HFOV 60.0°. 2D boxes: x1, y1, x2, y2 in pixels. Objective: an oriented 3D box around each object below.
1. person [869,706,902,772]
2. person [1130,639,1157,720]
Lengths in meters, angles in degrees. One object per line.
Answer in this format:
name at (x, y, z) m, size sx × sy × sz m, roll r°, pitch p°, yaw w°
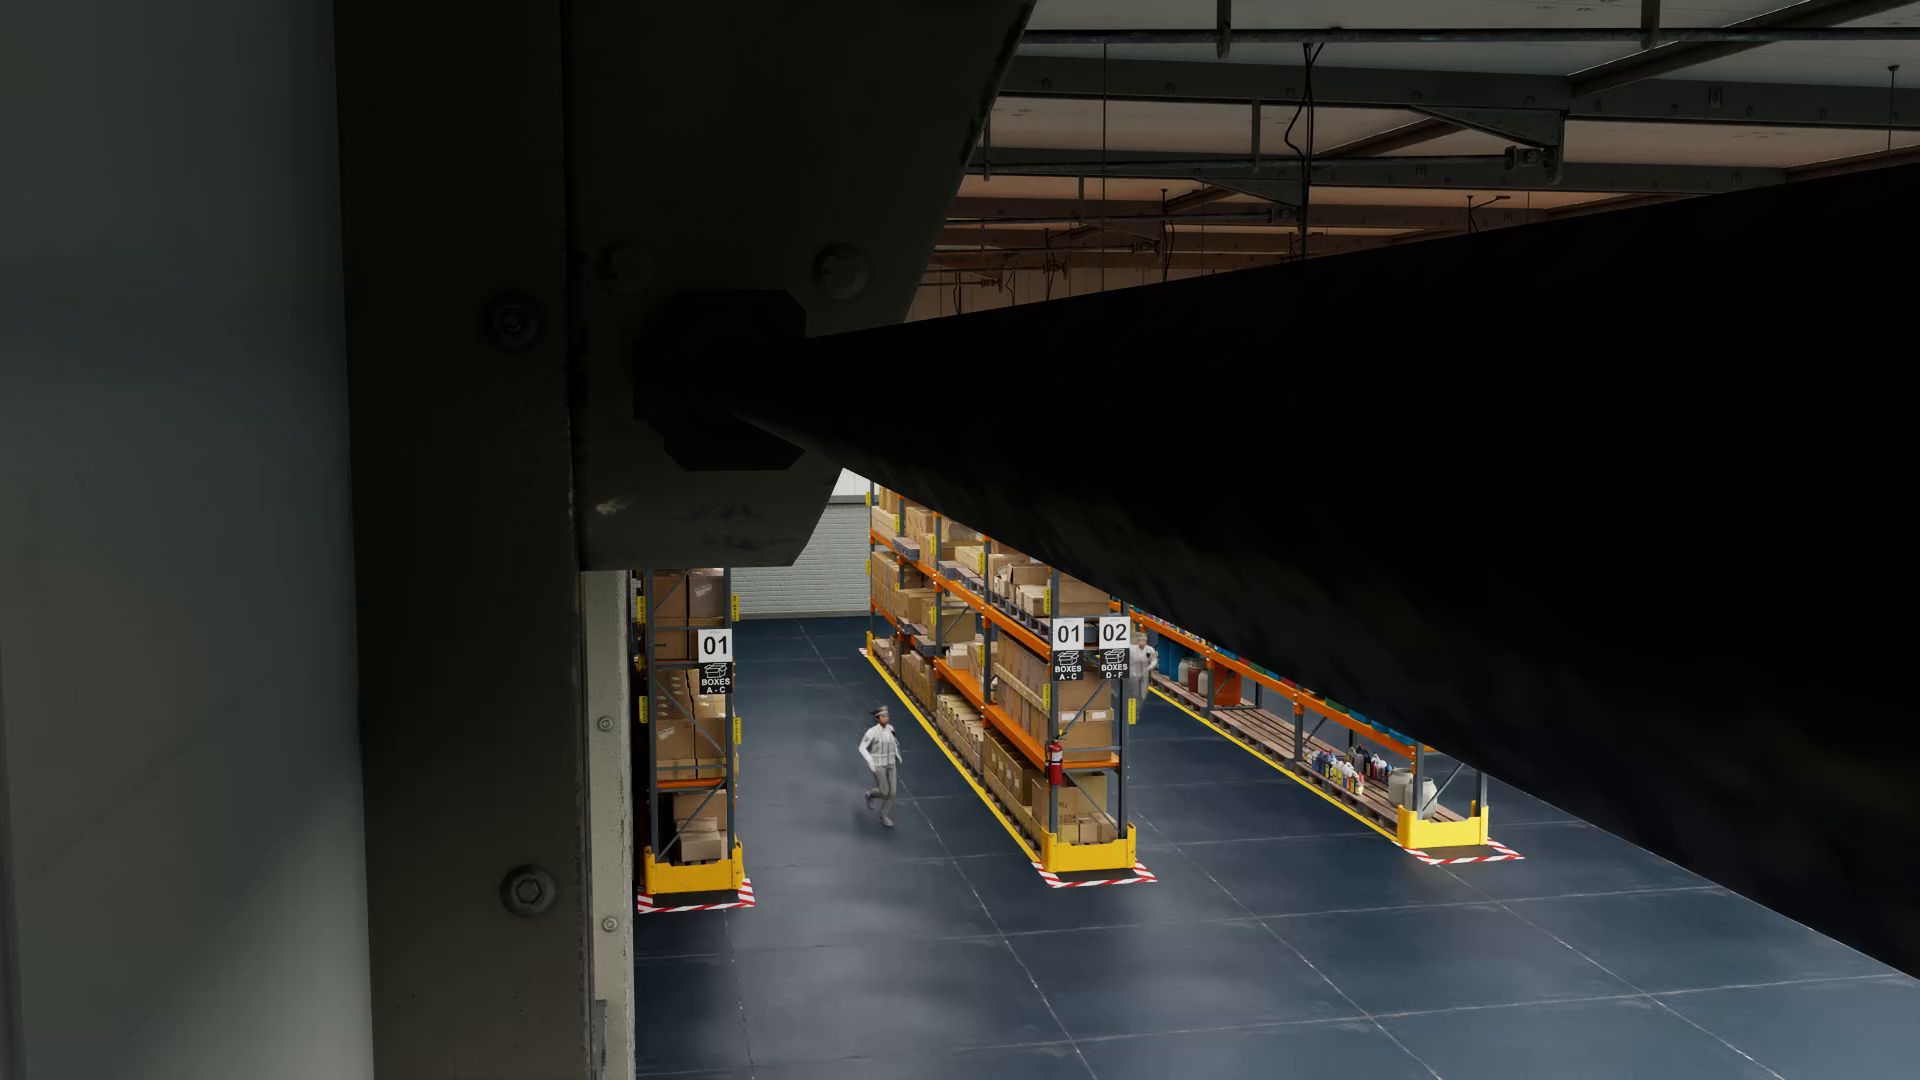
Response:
person at (7.103, 1.732, 32.576) m, size 25.134 × 0.878 × 5.955 m, roll -4°, pitch 7°, yaw -37°
person at (3.200, 2.448, 29.589) m, size 0.583 × 1.575 × 0.549 m, roll -1°, pitch 6°, yaw -7°
